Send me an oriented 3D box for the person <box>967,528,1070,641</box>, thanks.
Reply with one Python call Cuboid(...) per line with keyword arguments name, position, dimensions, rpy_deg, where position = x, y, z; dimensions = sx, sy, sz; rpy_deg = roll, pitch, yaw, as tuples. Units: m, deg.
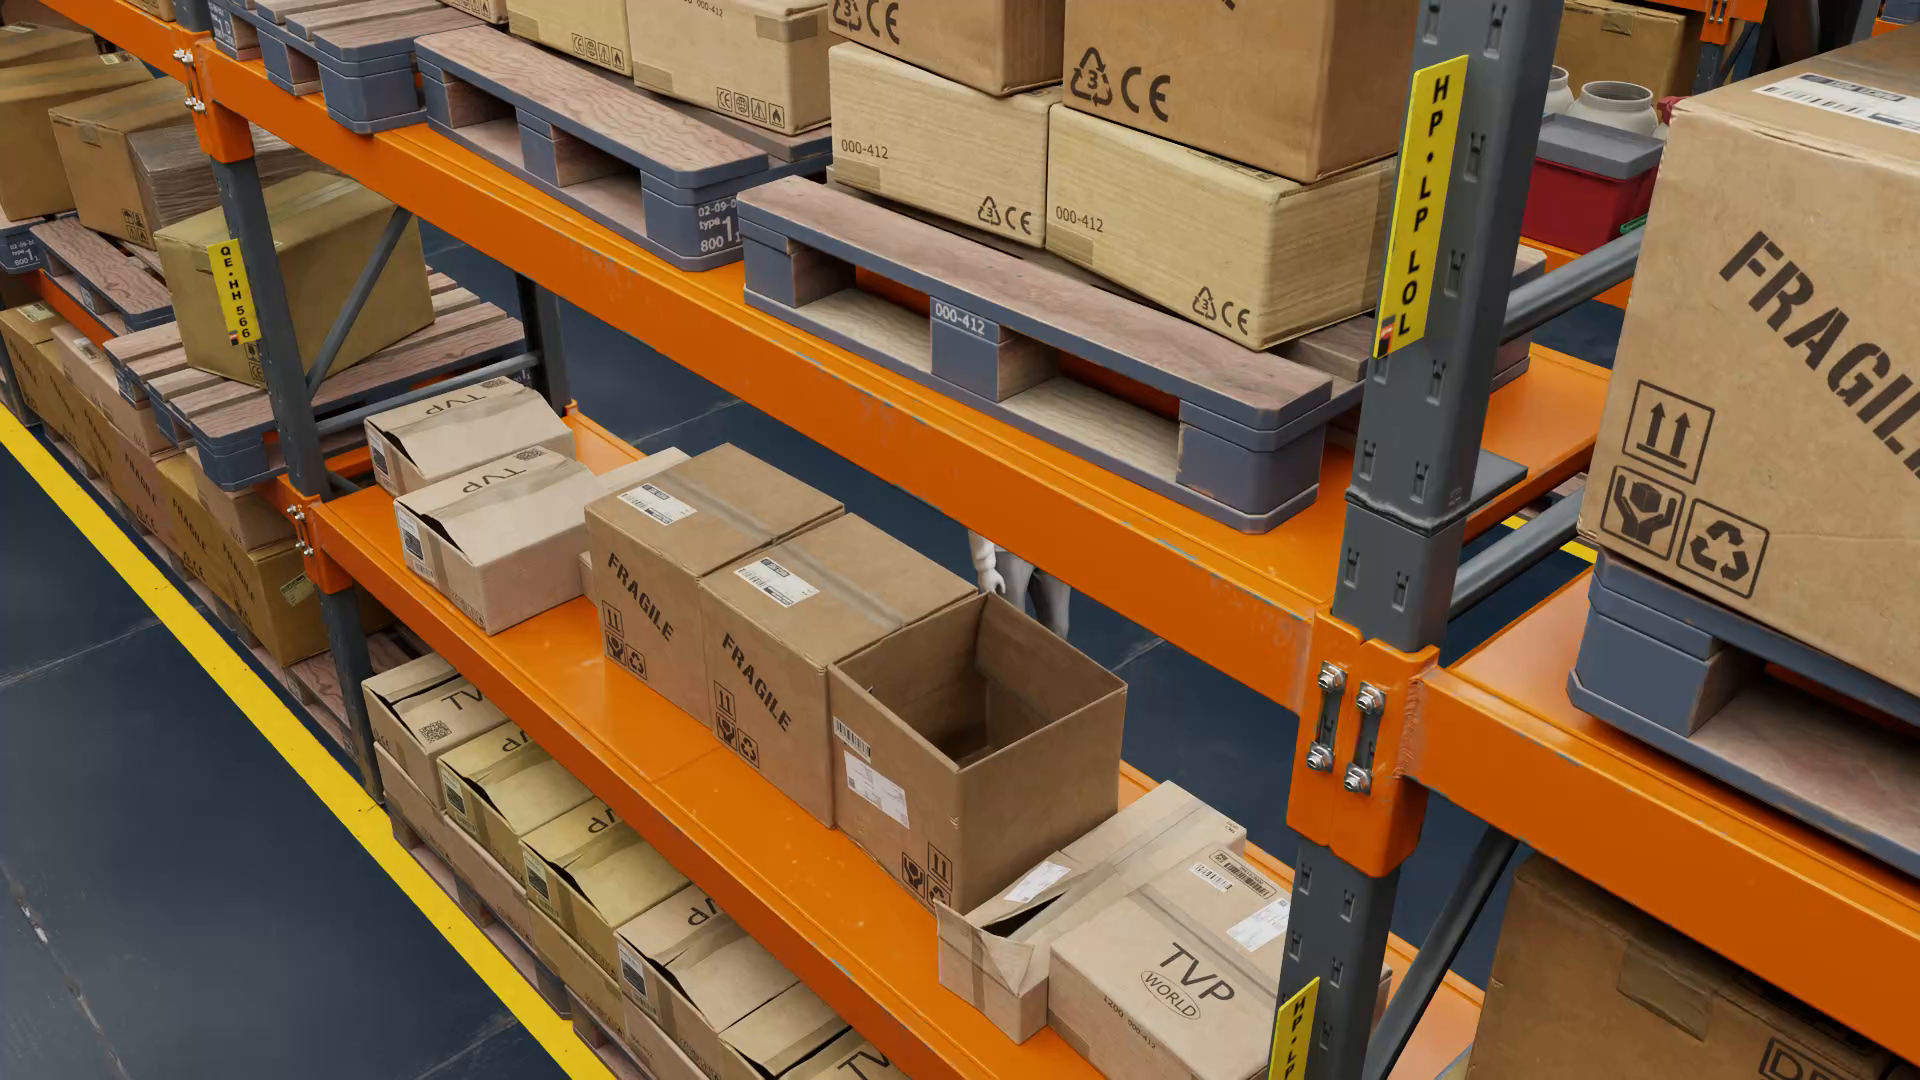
Cuboid(name="person", position=(0.259, 0.035, 6.077), dimensions=(0.527, 1.662, 0.409), rpy_deg=(-26, 40, -35))
